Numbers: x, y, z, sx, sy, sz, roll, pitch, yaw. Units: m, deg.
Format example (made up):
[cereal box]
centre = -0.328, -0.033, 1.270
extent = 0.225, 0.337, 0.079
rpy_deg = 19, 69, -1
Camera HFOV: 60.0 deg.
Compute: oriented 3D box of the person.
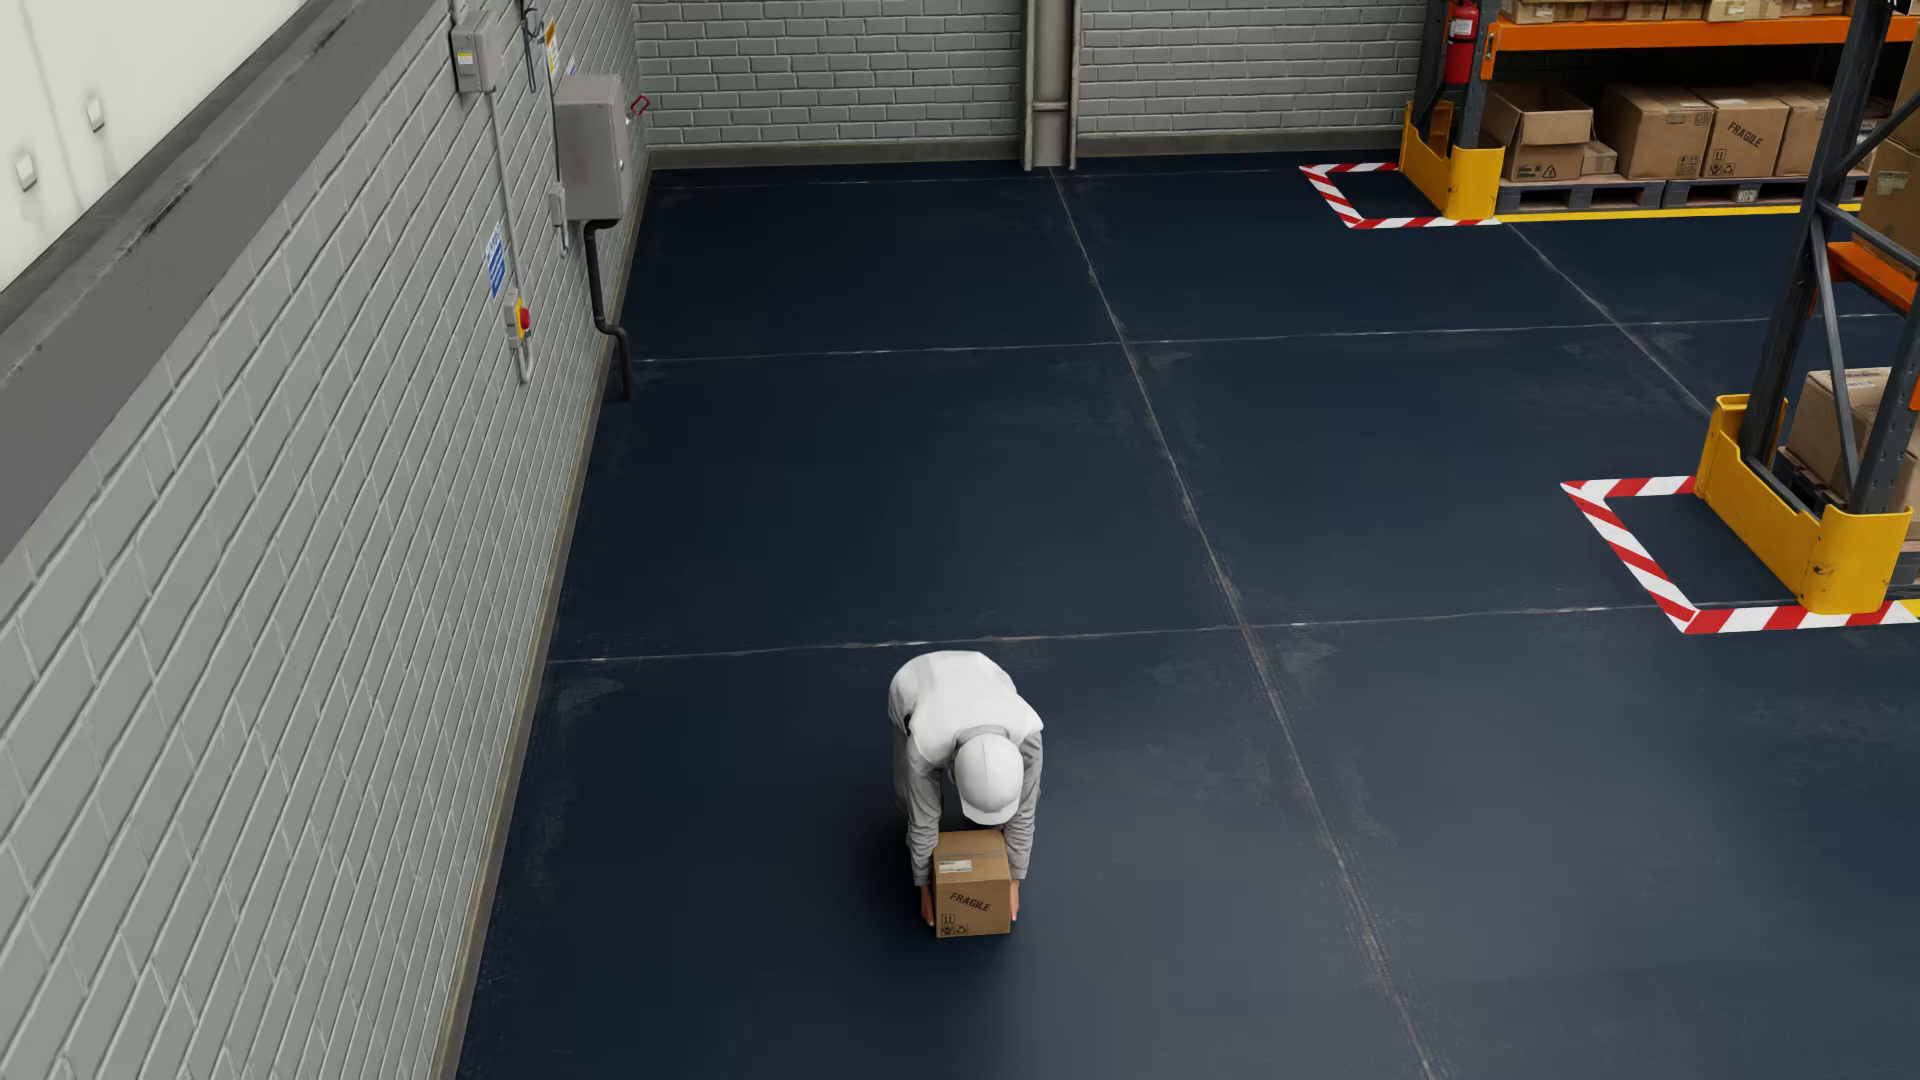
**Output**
[person]
centre = 0.020, 0.824, 5.764
extent = 0.511, 0.849, 0.967
rpy_deg = -3, 31, -5
